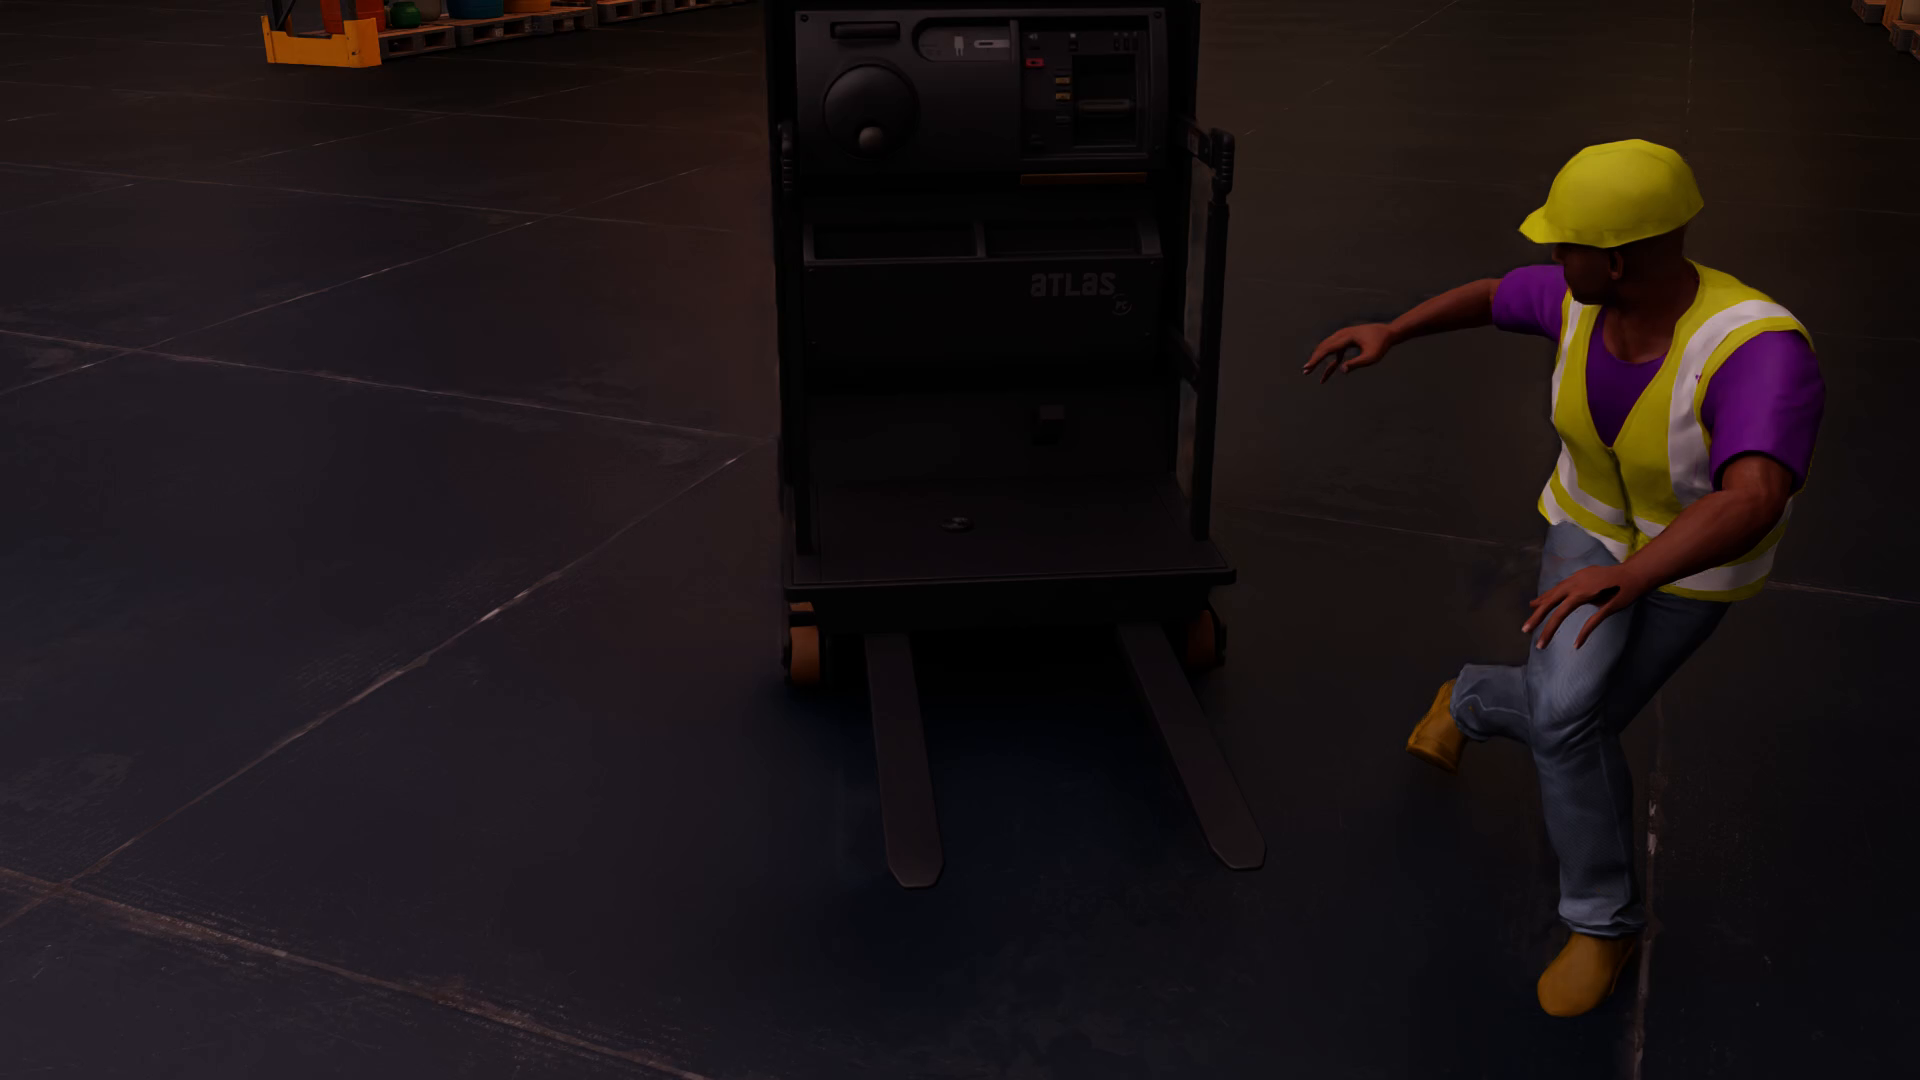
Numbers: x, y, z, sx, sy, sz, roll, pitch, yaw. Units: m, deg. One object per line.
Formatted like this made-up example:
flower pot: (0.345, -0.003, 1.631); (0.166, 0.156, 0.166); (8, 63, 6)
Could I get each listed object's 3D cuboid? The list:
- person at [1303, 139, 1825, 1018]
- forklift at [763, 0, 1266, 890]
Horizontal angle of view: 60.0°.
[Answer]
person: (1.015, 0.030, 3.084); (0.966, 1.553, 1.166); (15, 27, 32)
forklift: (0.081, -1.111, 3.951); (1.130, 2.935, 3.031); (-2, 23, -5)
